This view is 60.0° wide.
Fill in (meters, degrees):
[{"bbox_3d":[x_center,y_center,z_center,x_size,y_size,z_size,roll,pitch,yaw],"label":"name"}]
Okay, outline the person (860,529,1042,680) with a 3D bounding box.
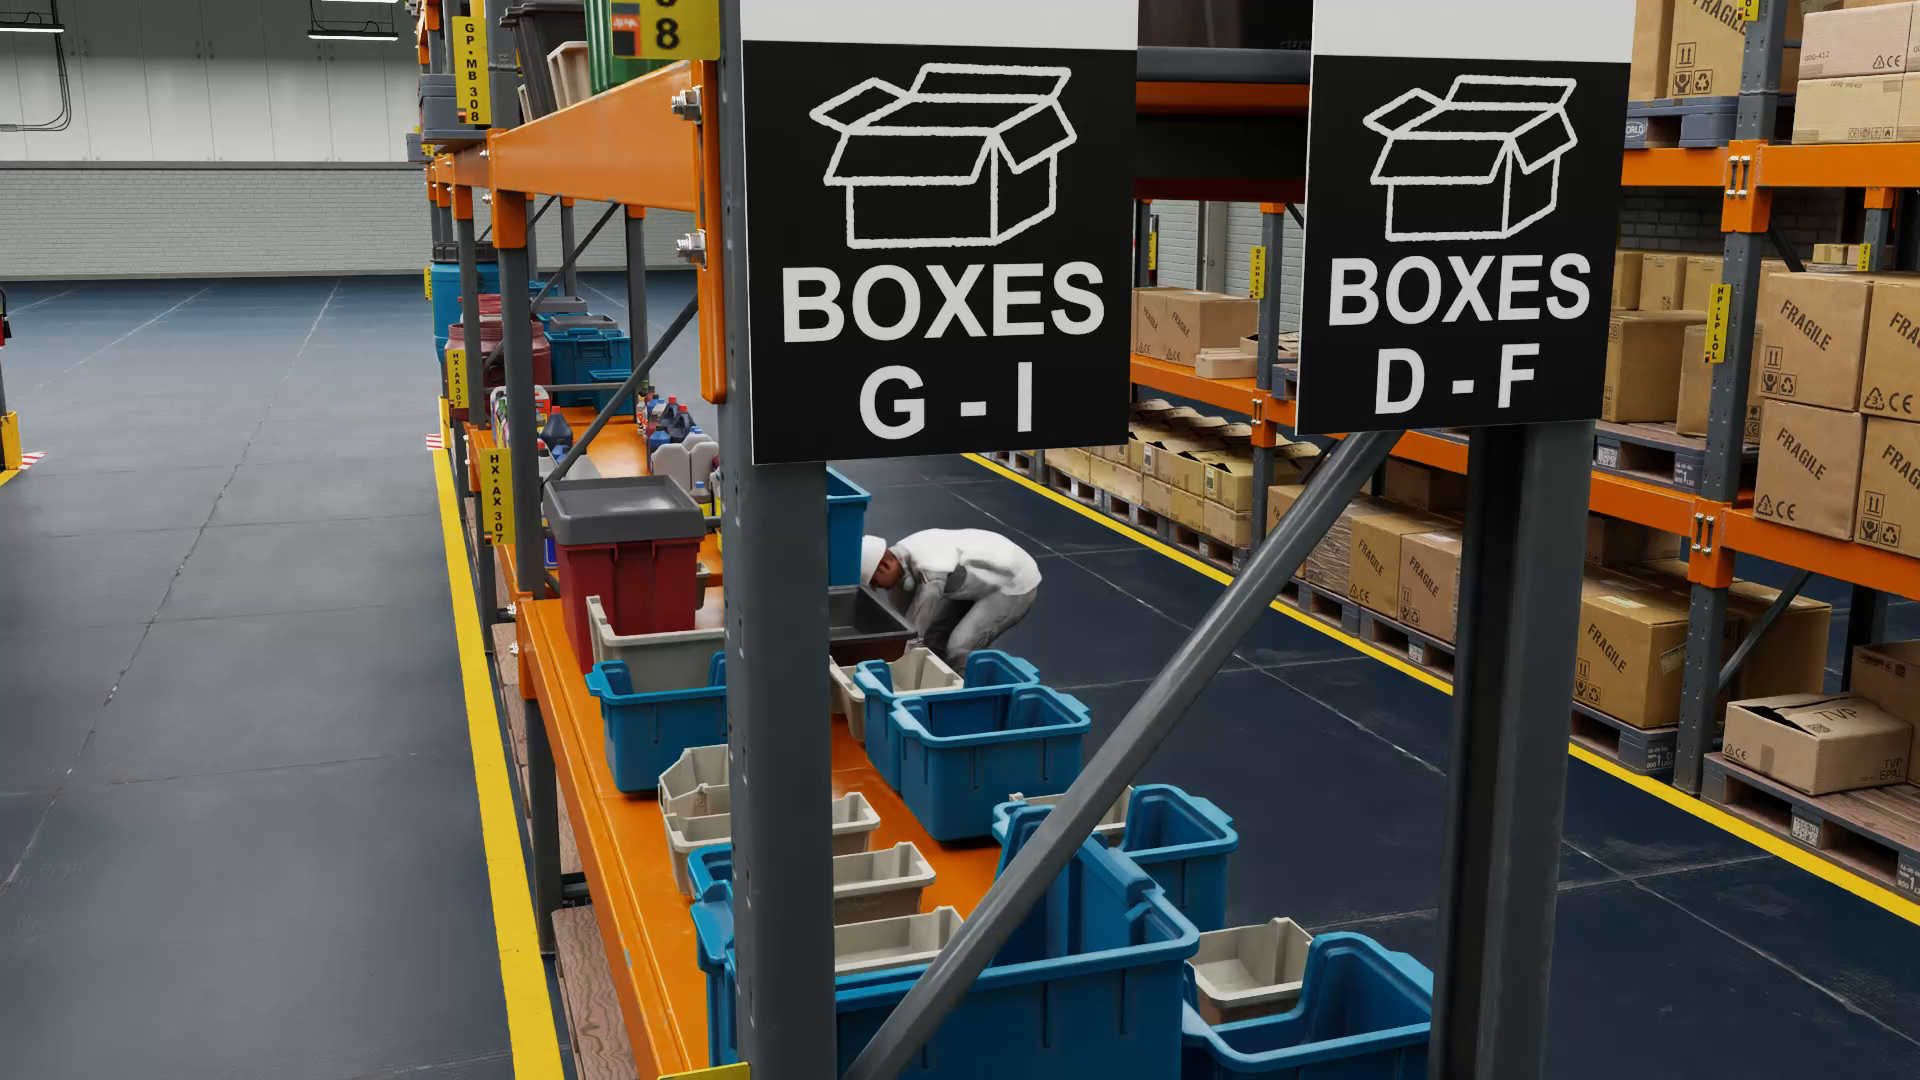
[{"bbox_3d":[-0.095,0.438,8.214,0.996,1.000,0.519,-5,13,-21],"label":"person"}]
